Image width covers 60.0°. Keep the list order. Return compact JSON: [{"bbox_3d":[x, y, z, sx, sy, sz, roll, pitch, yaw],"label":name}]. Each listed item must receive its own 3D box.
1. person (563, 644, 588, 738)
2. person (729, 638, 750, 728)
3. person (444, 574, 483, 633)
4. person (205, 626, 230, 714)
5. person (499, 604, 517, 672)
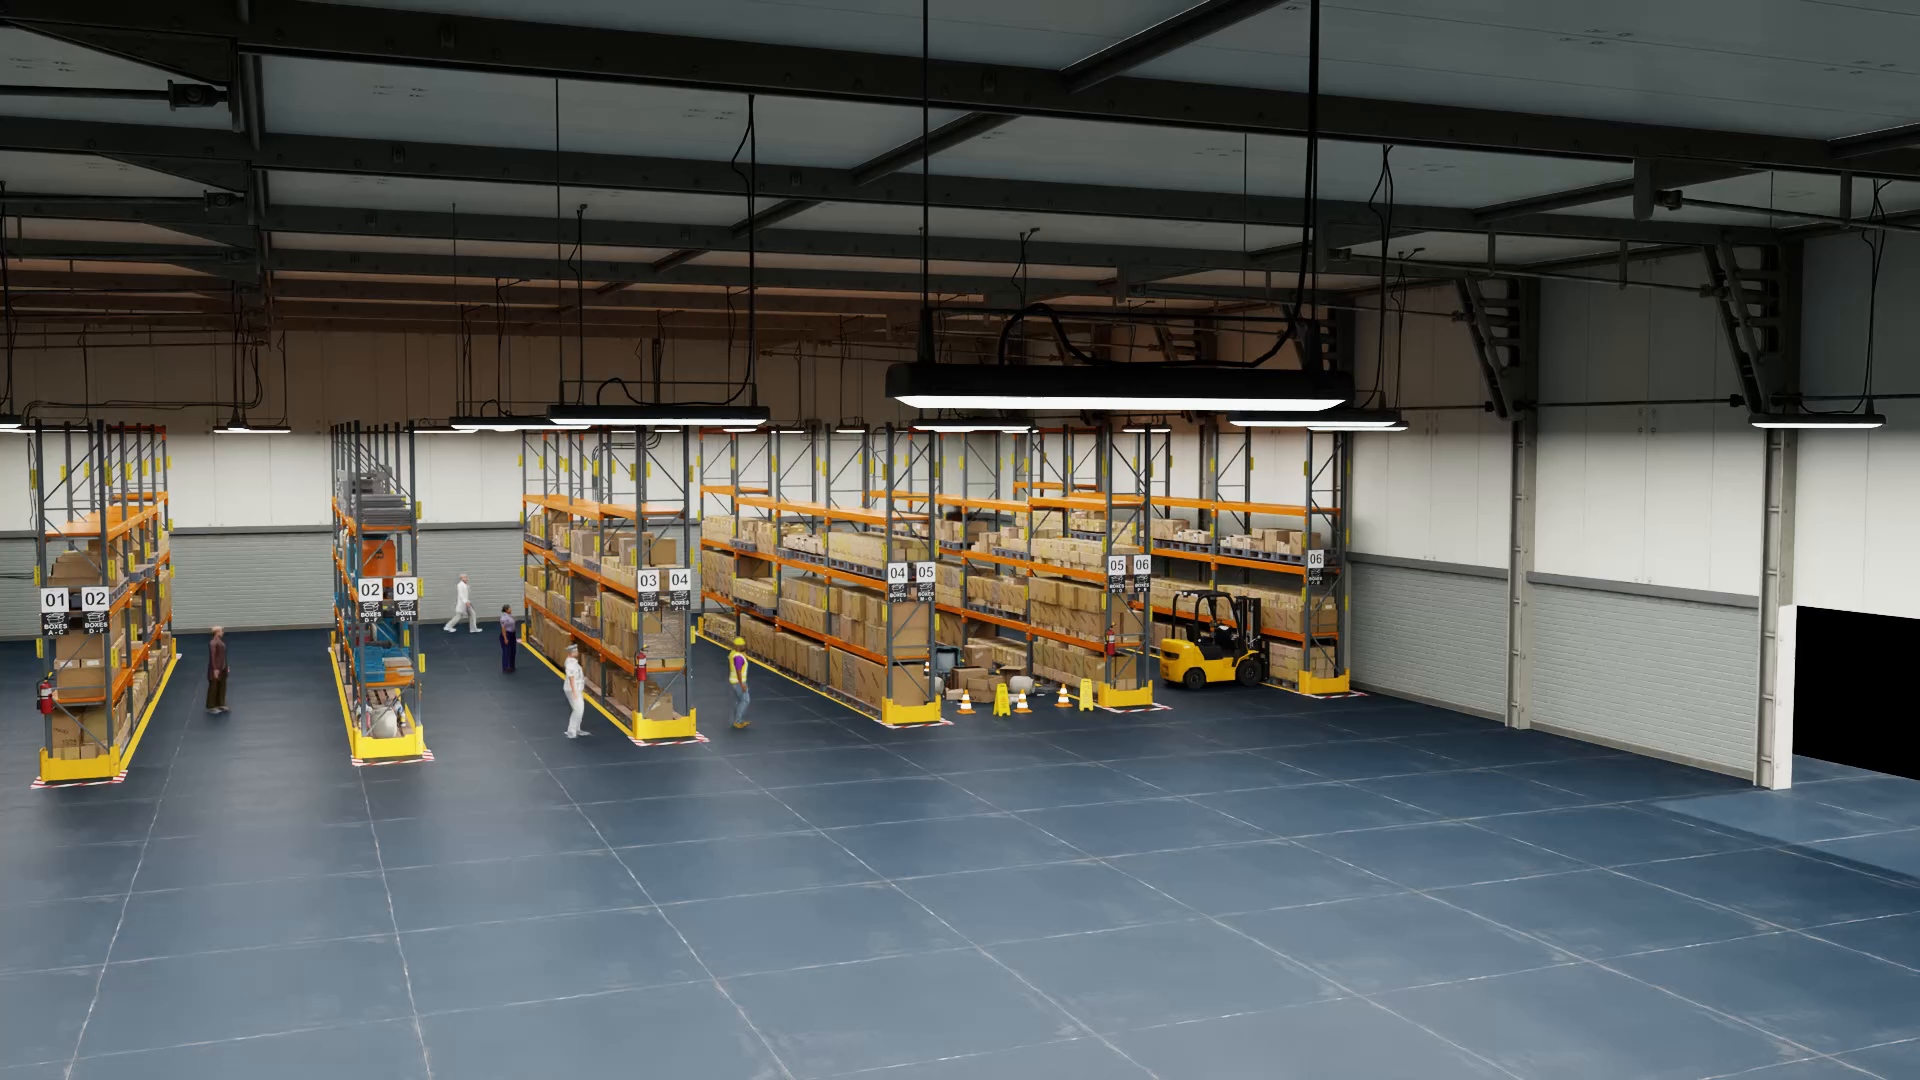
[{"bbox_3d":[-7.351,2.911,31.800,0.443,1.858,0.608,0,4,-3],"label":"person"},{"bbox_3d":[-4.354,2.829,32.838,0.391,1.816,0.628,-1,4,-13],"label":"person"},{"bbox_3d":[-14.429,1.846,48.273,1.075,1.734,0.610,0,4,-3],"label":"person"},{"bbox_3d":[-15.398,2.673,34.476,0.416,1.796,0.627,0,4,6],"label":"person"},{"bbox_3d":[-10.988,2.393,40.514,0.370,1.681,0.565,1,4,20],"label":"person"}]
